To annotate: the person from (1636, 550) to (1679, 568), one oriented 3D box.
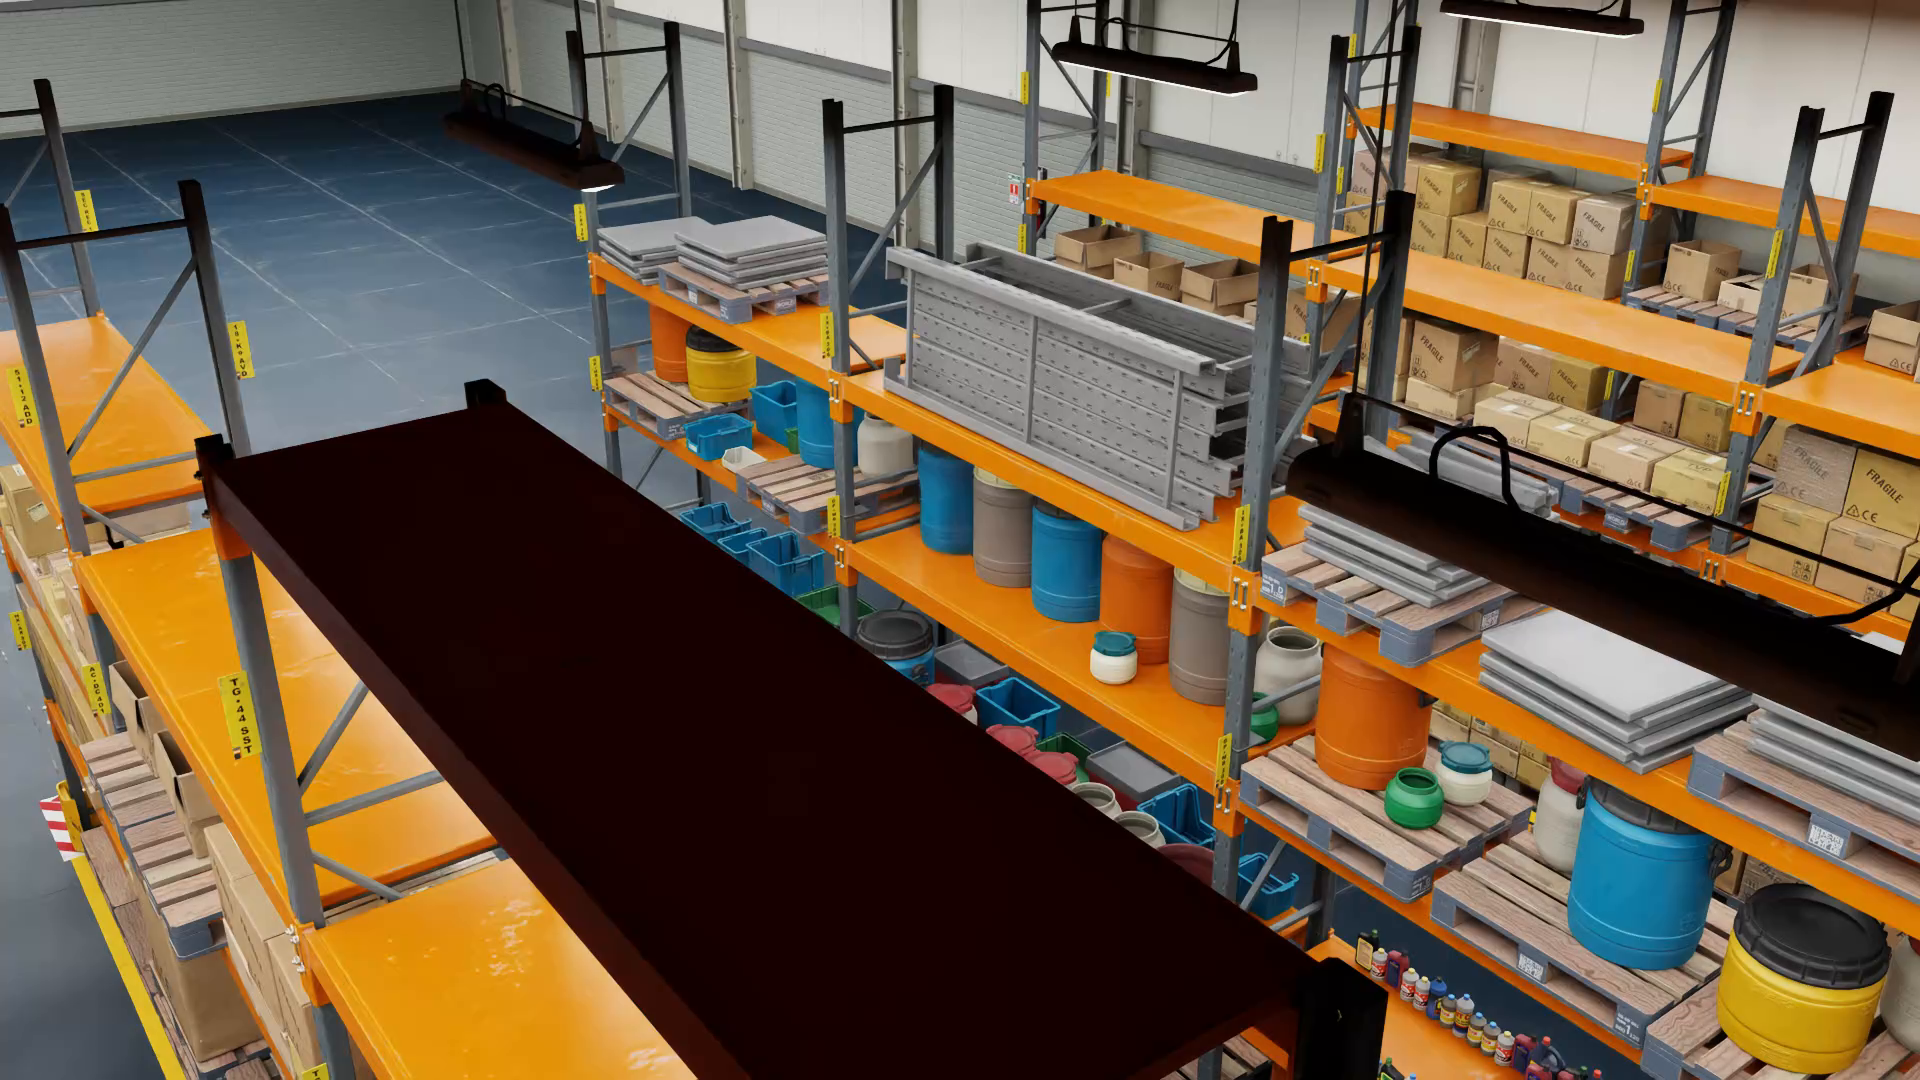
[{"bbox_3d":[7.014,0.141,16.782,0.968,1.546,0.434,21,32,37],"label":"person"}]
